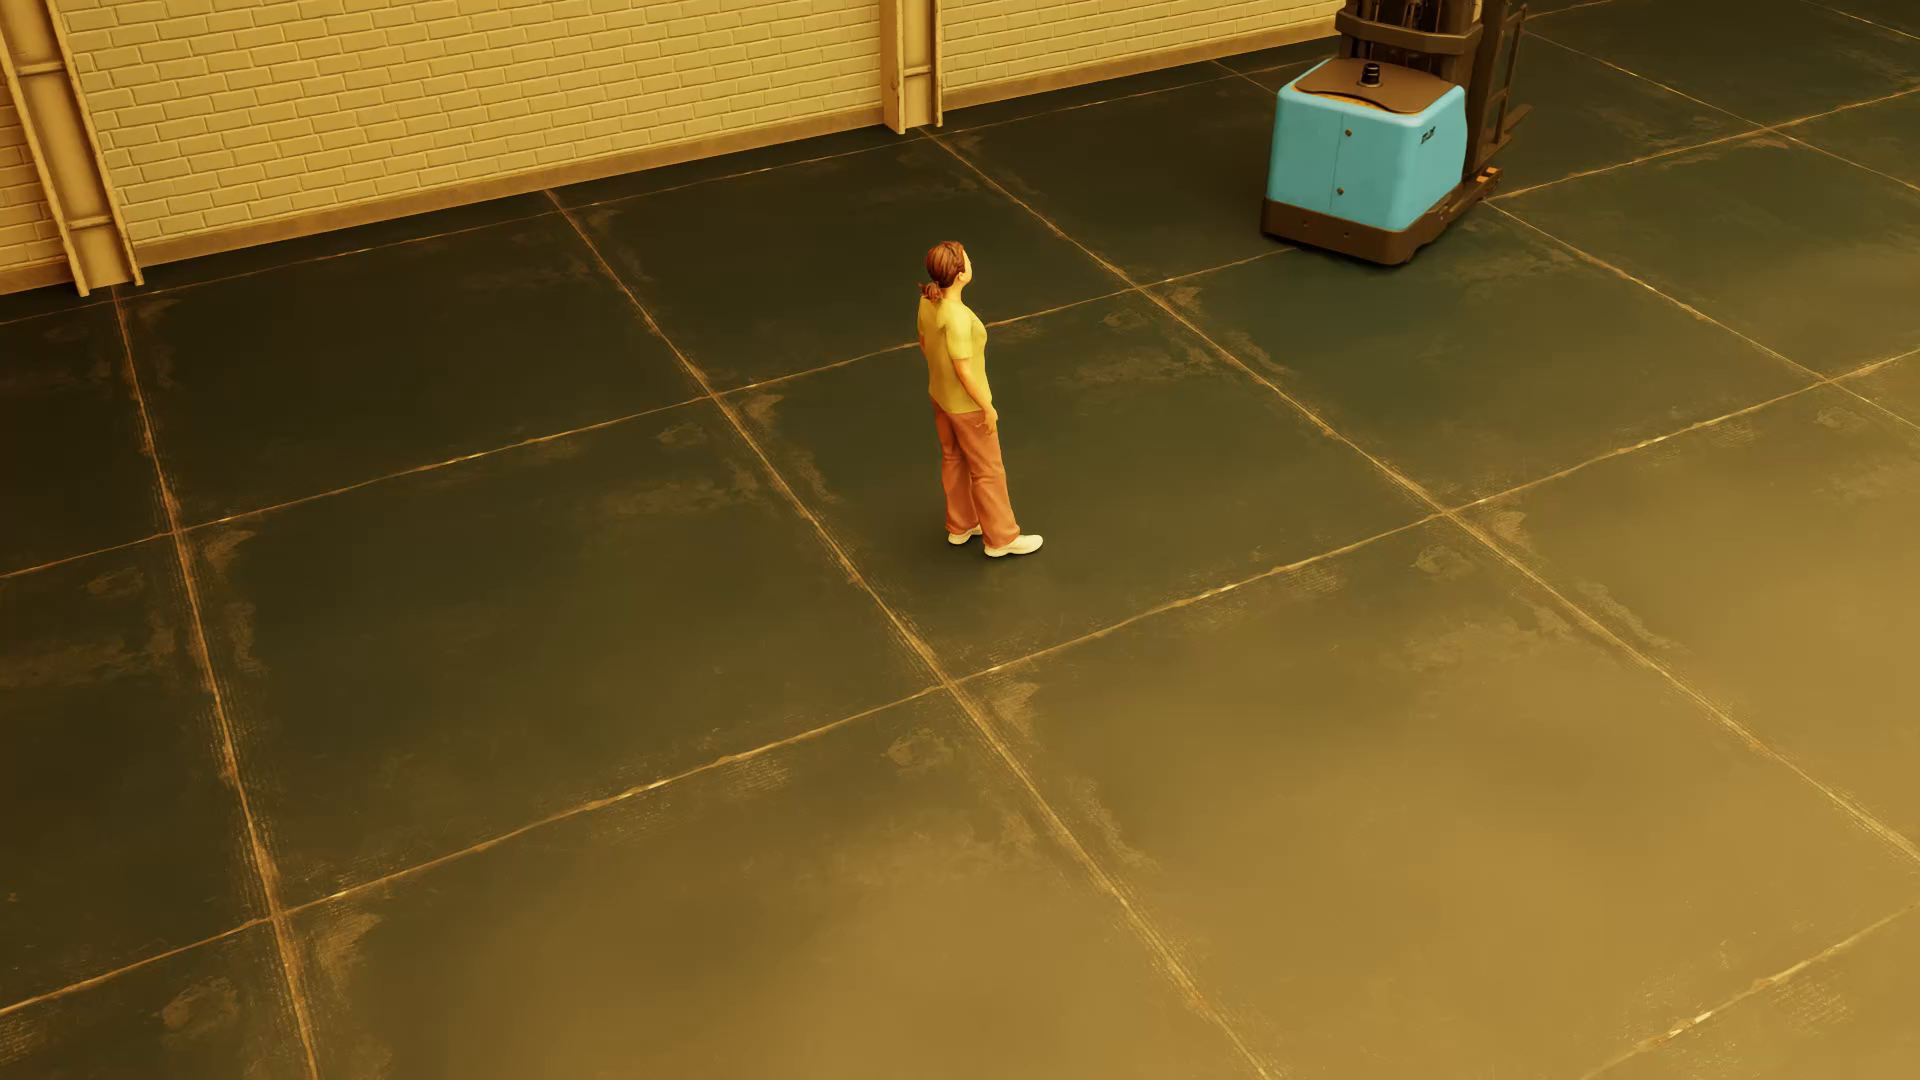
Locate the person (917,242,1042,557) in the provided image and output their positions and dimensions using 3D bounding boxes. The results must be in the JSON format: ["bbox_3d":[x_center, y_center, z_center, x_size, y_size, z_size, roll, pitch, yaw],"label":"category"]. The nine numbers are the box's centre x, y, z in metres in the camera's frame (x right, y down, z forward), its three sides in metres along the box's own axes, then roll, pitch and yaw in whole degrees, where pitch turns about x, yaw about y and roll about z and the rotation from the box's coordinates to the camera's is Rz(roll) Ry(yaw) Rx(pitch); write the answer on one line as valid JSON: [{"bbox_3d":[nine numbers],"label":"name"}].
[{"bbox_3d":[0.071,-0.704,8.194,0.548,1.673,0.553,-17,39,-23],"label":"person"}]

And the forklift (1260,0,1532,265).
[{"bbox_3d":[3.363,-3.844,11.562,1.130,2.935,3.031,22,41,28],"label":"forklift"}]
